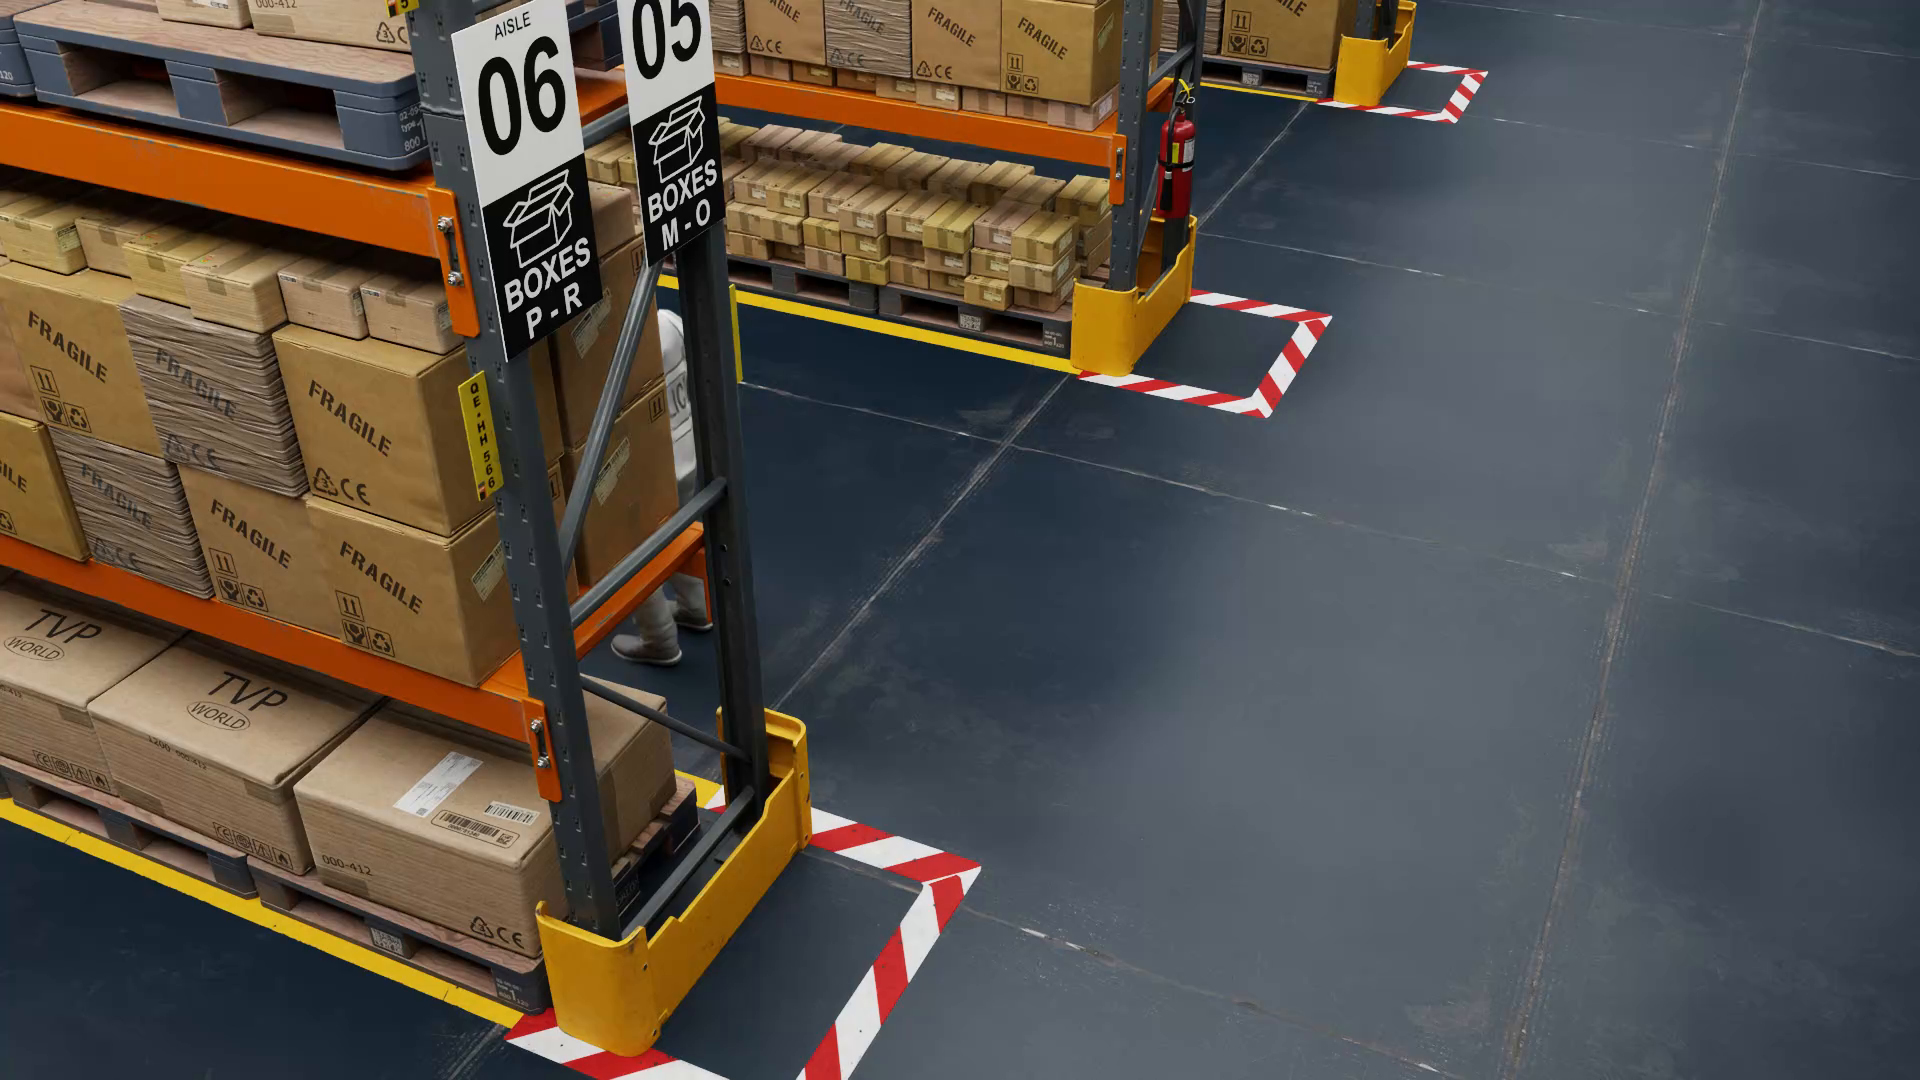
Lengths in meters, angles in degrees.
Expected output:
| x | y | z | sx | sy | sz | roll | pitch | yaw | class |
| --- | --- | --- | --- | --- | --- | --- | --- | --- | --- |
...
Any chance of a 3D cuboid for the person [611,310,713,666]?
| x | y | z | sx | sy | sz | roll | pitch | yaw | class |
| --- | --- | --- | --- | --- | --- | --- | --- | --- | --- |
| -1.253 | -0.280 | 6.589 | 0.408 | 1.729 | 0.541 | 15 | 36 | 21 | person |
